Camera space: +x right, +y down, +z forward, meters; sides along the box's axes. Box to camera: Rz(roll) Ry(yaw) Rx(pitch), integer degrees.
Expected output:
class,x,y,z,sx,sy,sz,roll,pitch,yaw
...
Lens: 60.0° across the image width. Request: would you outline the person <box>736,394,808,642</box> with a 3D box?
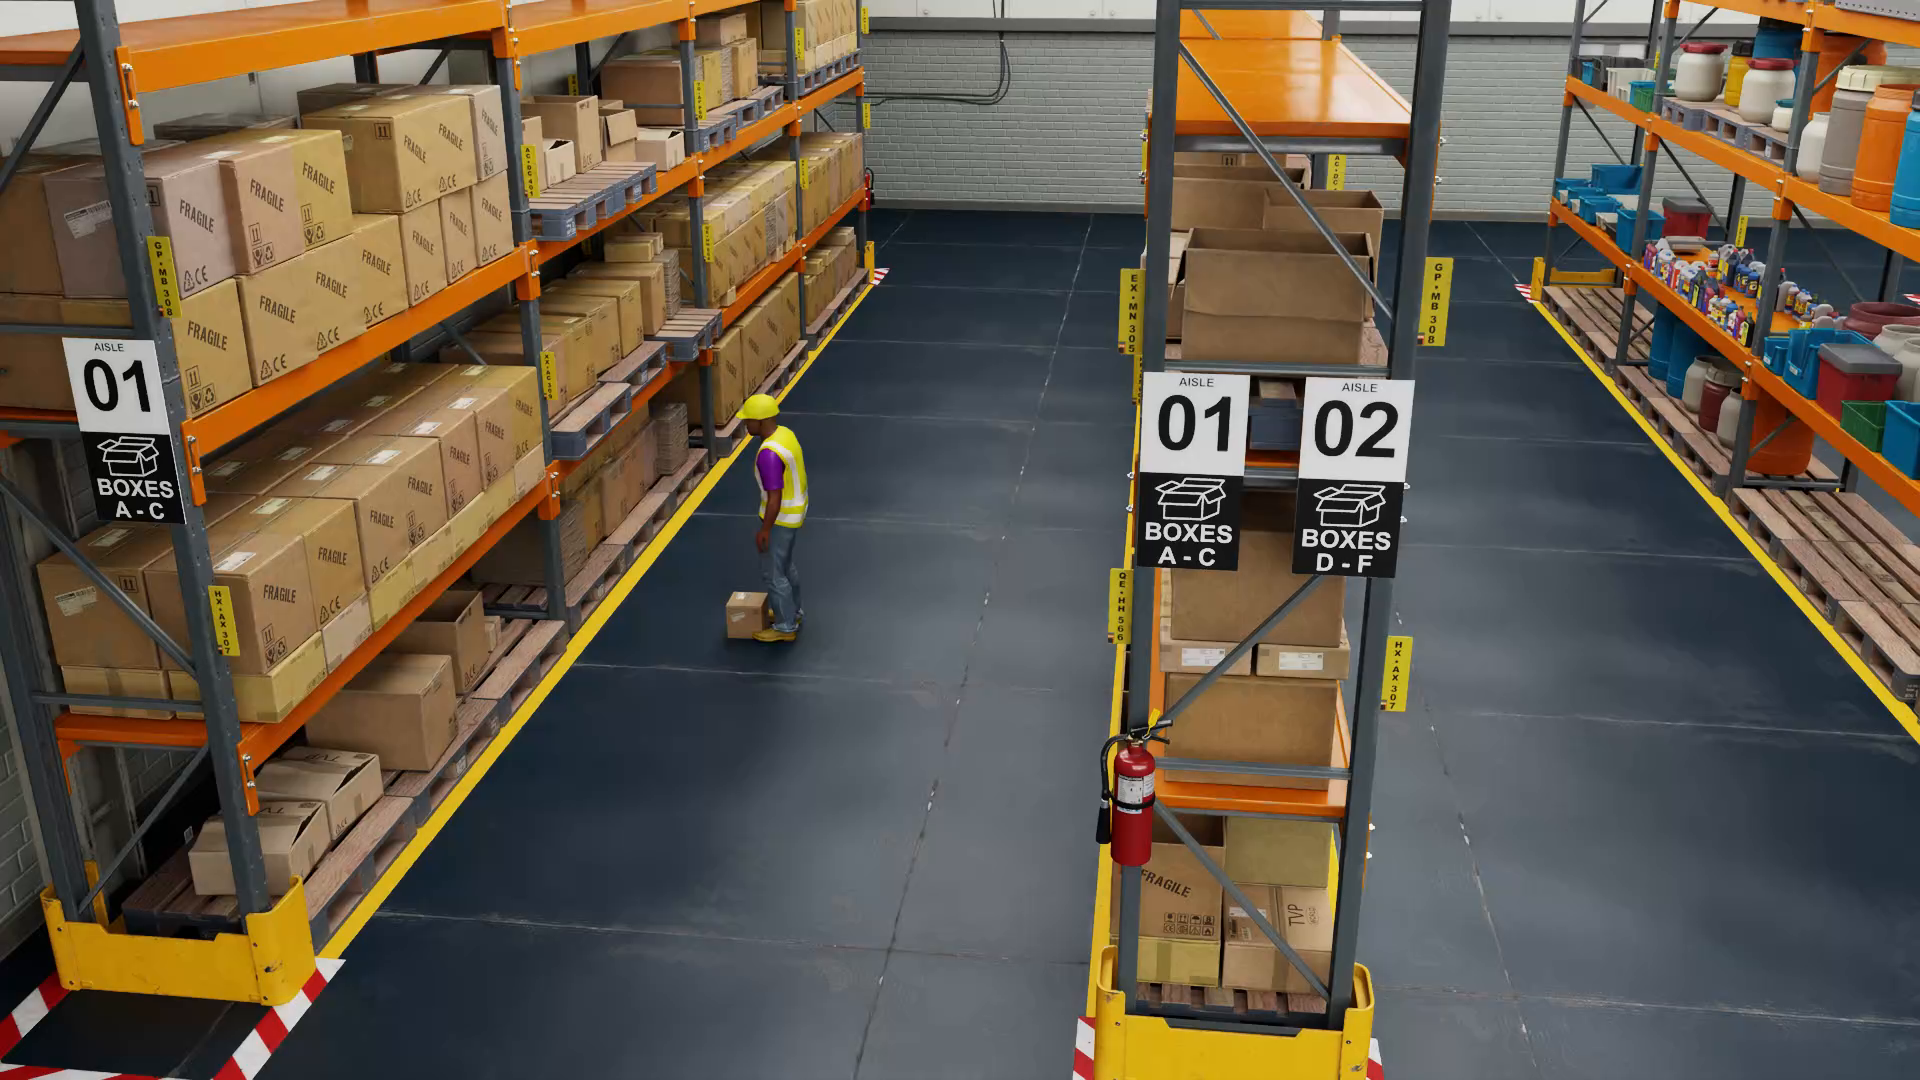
class,x,y,z,sx,sy,sz,roll,pitch,yaw
person,-1.279,-0.162,11.477,0.457,1.761,0.638,2,21,4
